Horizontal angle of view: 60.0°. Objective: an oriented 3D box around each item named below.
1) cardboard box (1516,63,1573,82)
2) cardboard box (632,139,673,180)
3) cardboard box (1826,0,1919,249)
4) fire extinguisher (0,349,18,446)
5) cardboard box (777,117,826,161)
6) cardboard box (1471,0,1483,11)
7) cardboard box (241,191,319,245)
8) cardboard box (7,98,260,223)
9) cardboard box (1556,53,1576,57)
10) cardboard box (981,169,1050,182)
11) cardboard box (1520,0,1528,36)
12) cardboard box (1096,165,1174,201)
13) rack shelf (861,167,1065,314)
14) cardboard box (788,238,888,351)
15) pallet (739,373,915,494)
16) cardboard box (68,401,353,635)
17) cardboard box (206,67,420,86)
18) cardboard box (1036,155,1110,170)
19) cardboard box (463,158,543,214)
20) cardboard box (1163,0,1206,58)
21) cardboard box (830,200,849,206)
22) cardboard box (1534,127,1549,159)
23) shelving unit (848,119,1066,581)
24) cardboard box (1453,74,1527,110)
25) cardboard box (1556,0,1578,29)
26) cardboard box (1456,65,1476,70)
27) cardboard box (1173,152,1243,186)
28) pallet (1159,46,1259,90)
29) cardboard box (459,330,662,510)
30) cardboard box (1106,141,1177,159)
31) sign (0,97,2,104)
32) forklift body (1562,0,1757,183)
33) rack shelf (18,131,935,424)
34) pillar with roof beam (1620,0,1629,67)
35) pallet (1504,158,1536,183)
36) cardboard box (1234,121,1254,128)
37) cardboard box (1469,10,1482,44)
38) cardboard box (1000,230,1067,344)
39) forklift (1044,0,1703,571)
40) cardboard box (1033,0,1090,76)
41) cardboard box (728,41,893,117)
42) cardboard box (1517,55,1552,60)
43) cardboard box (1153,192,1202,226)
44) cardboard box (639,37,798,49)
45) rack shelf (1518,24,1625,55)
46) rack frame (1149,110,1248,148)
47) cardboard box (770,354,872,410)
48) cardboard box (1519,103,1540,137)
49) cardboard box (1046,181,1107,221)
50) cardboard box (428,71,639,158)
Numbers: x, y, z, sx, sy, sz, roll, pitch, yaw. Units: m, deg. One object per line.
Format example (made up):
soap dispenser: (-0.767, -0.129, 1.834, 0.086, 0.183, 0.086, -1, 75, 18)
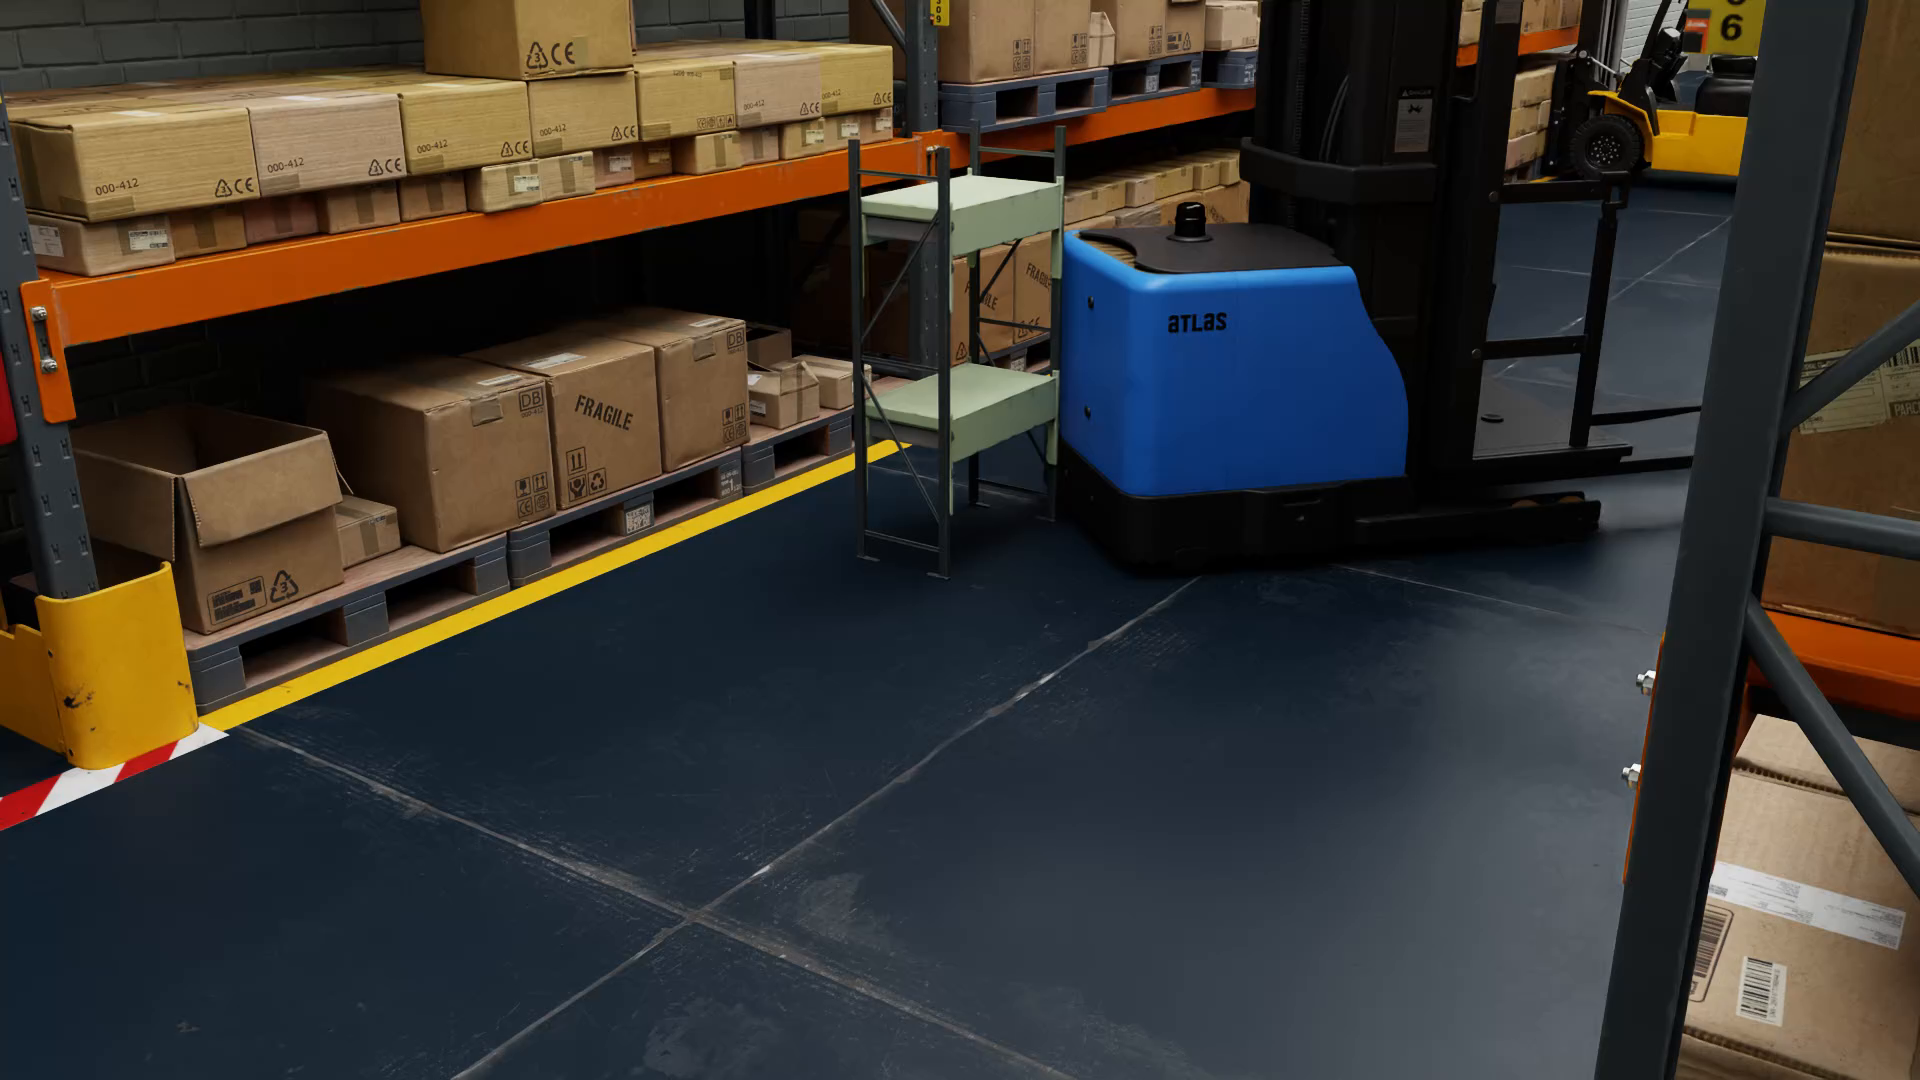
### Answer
cardboard box: (5.353, -4.244, 15.331, 0.500, 0.250, 0.500, 13, 24, 31)
cardboard box: (-1.296, -1.438, 6.191, 0.380, 0.149, 0.250, 14, 24, 33)
cardboard box: (1.390, -0.642, 2.091, 0.500, 0.500, 0.500, 14, 25, 34)
fire extinguisher: (-2.492, -0.565, 4.116, 0.296, 0.674, 0.183, 13, 24, 32)
cardboard box: (-0.768, -1.639, 6.734, 0.380, 0.149, 0.250, 14, 24, 33)
cardboard box: (3.890, -4.324, 13.128, 0.500, 0.250, 0.500, 13, 24, 31)
cardboard box: (-2.156, -0.995, 4.994, 0.380, 0.149, 0.250, 13, 24, 31)
cardboard box: (-2.314, -1.055, 4.580, 0.500, 0.250, 0.500, 13, 24, 32)
cardboard box: (6.202, -4.682, 16.516, 0.500, 0.250, 0.500, 14, 25, 34)
cardboard box: (0.285, -1.993, 9.391, 0.380, 0.149, 0.250, 12, 24, 30)
cardboard box: (4.420, -4.474, 13.893, 0.500, 0.500, 0.500, 13, 24, 30)
cardboard box: (0.999, -2.051, 9.550, 0.380, 0.149, 0.250, 13, 24, 31)
rack shelf: (0.002, -1.072, 5.874, 0.431, 0.370, 0.720, 13, 24, 32)
cardboard box: (-0.512, -1.279, 8.396, 0.500, 0.500, 0.500, 13, 24, 32)
pallet: (-0.930, -0.551, 7.450, 1.003, 0.211, 1.213, 13, 24, 32)
cardboard box: (-2.369, -0.091, 5.181, 0.797, 0.503, 0.637, 12, 24, 30)
cardboard box: (-2.179, -1.450, 5.648, 0.500, 0.250, 0.500, 14, 25, 33)
cardboard box: (0.680, -2.226, 10.021, 0.380, 0.149, 0.250, 12, 23, 29)
cardboard box: (-1.614, -1.191, 5.523, 0.380, 0.149, 0.250, 12, 24, 30)
cardboard box: (0.941, -2.944, 9.147, 0.797, 0.503, 0.637, 13, 24, 31)
cardboard box: (-0.431, -1.623, 8.392, 0.380, 0.149, 0.250, 13, 24, 32)
cardboard box: (5.049, -3.632, 15.118, 0.500, 0.250, 0.500, 14, 24, 33)
shelving unit: (0.001, -0.706, 6.009, 0.431, 1.500, 0.755, 13, 24, 32)
cardboard box: (4.486, -3.805, 14.145, 0.500, 0.250, 0.500, 13, 24, 31)
cardboard box: (5.283, -4.913, 15.078, 0.500, 0.500, 0.500, 13, 24, 32)
cardboard box: (4.639, -4.197, 15.205, 0.500, 0.250, 0.500, 13, 24, 32)
cardboard box: (1.510, -2.257, 10.105, 0.380, 0.149, 0.250, 12, 23, 29)
pallet: (1.383, -2.905, 10.072, 1.213, 0.211, 1.003, 13, 24, 32)
cardboard box: (-1.477, -0.460, 6.181, 0.500, 0.500, 0.500, 14, 24, 33)
cardboard box: (1.155, -2.443, 10.610, 0.380, 0.149, 0.250, 15, 25, 35)
sign: (-2.343, -1.208, 3.960, 0.100, 0.325, 0.005, 13, 24, 32)
forklift body: (6.646, -4.201, 14.521, 2.313, 2.155, 1.214, 13, 24, 32)
rack shelf: (-1.667, -1.144, 6.072, 1.077, 0.370, 4.000, 13, 24, 32)
pillar with roof beam: (11.999, -9.170, 18.086, 9.100, 9.000, 0.400, 13, 24, 32)
pallet: (4.436, -3.263, 14.783, 1.003, 0.211, 1.213, 13, 24, 32)
cardboard box: (2.428, -2.652, 11.928, 0.875, 0.625, 0.625, 14, 25, 34)
cardboard box: (3.887, -4.085, 13.201, 0.500, 0.250, 0.500, 14, 24, 33)
cardboard box: (0.206, -1.330, 8.534, 0.500, 0.500, 0.500, 13, 24, 31)
forklift: (1.912, -1.528, 6.170, 3.031, 2.935, 1.130, -5, 21, -14)
cardboard box: (0.205, -2.543, 8.068, 0.700, 0.500, 0.500, 14, 24, 32)
cardboard box: (-0.627, -1.931, 6.950, 0.500, 0.250, 0.500, 14, 24, 33)
cardboard box: (5.498, -4.630, 16.375, 0.500, 0.250, 0.500, 13, 24, 32)
cardboard box: (1.064, -1.773, 9.731, 0.500, 0.500, 0.500, 15, 25, 34)
cardboard box: (-1.045, -2.035, 7.231, 0.500, 0.250, 0.500, 13, 24, 31)
rack shelf: (5.078, -4.588, 15.380, 1.077, 0.370, 4.000, 13, 24, 32)
rack frame: (1.706, -3.203, 10.602, 1.000, 3.000, 0.127, 13, 24, 32)
cardboard box: (-0.613, -0.698, 7.334, 0.380, 0.149, 0.250, 12, 24, 30)
cardboard box: (4.763, -3.716, 14.626, 0.500, 0.250, 0.500, 13, 24, 32)
cardboard box: (0.561, -1.822, 8.931, 0.380, 0.149, 0.250, 14, 25, 34)
cardboard box: (-1.478, -1.497, 5.774, 0.500, 0.250, 0.500, 13, 24, 30)
